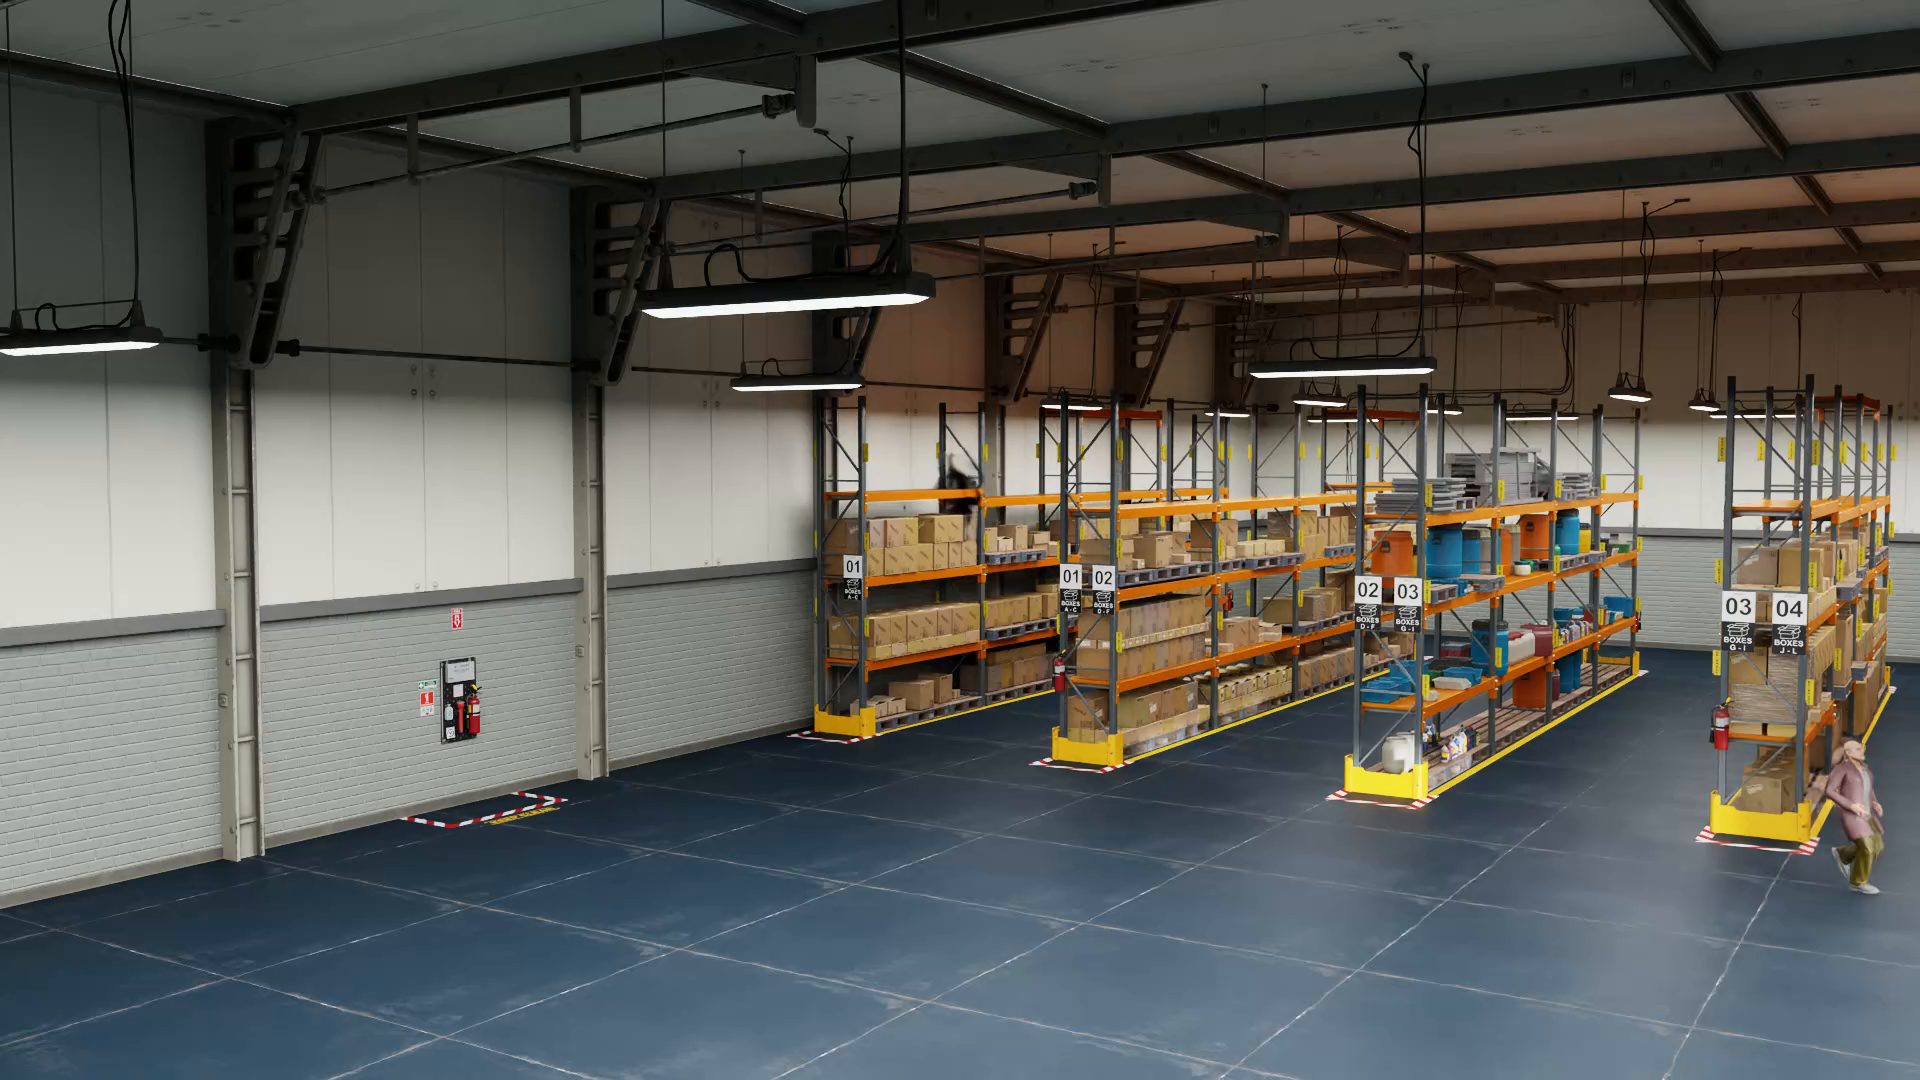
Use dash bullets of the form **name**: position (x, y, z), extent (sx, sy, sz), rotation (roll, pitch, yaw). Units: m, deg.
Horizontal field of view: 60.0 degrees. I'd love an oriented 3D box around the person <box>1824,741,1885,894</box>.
- **person**: position (10.221, 3.154, 19.024), extent (0.731, 1.713, 0.664), rotation (-1, 3, -25)
